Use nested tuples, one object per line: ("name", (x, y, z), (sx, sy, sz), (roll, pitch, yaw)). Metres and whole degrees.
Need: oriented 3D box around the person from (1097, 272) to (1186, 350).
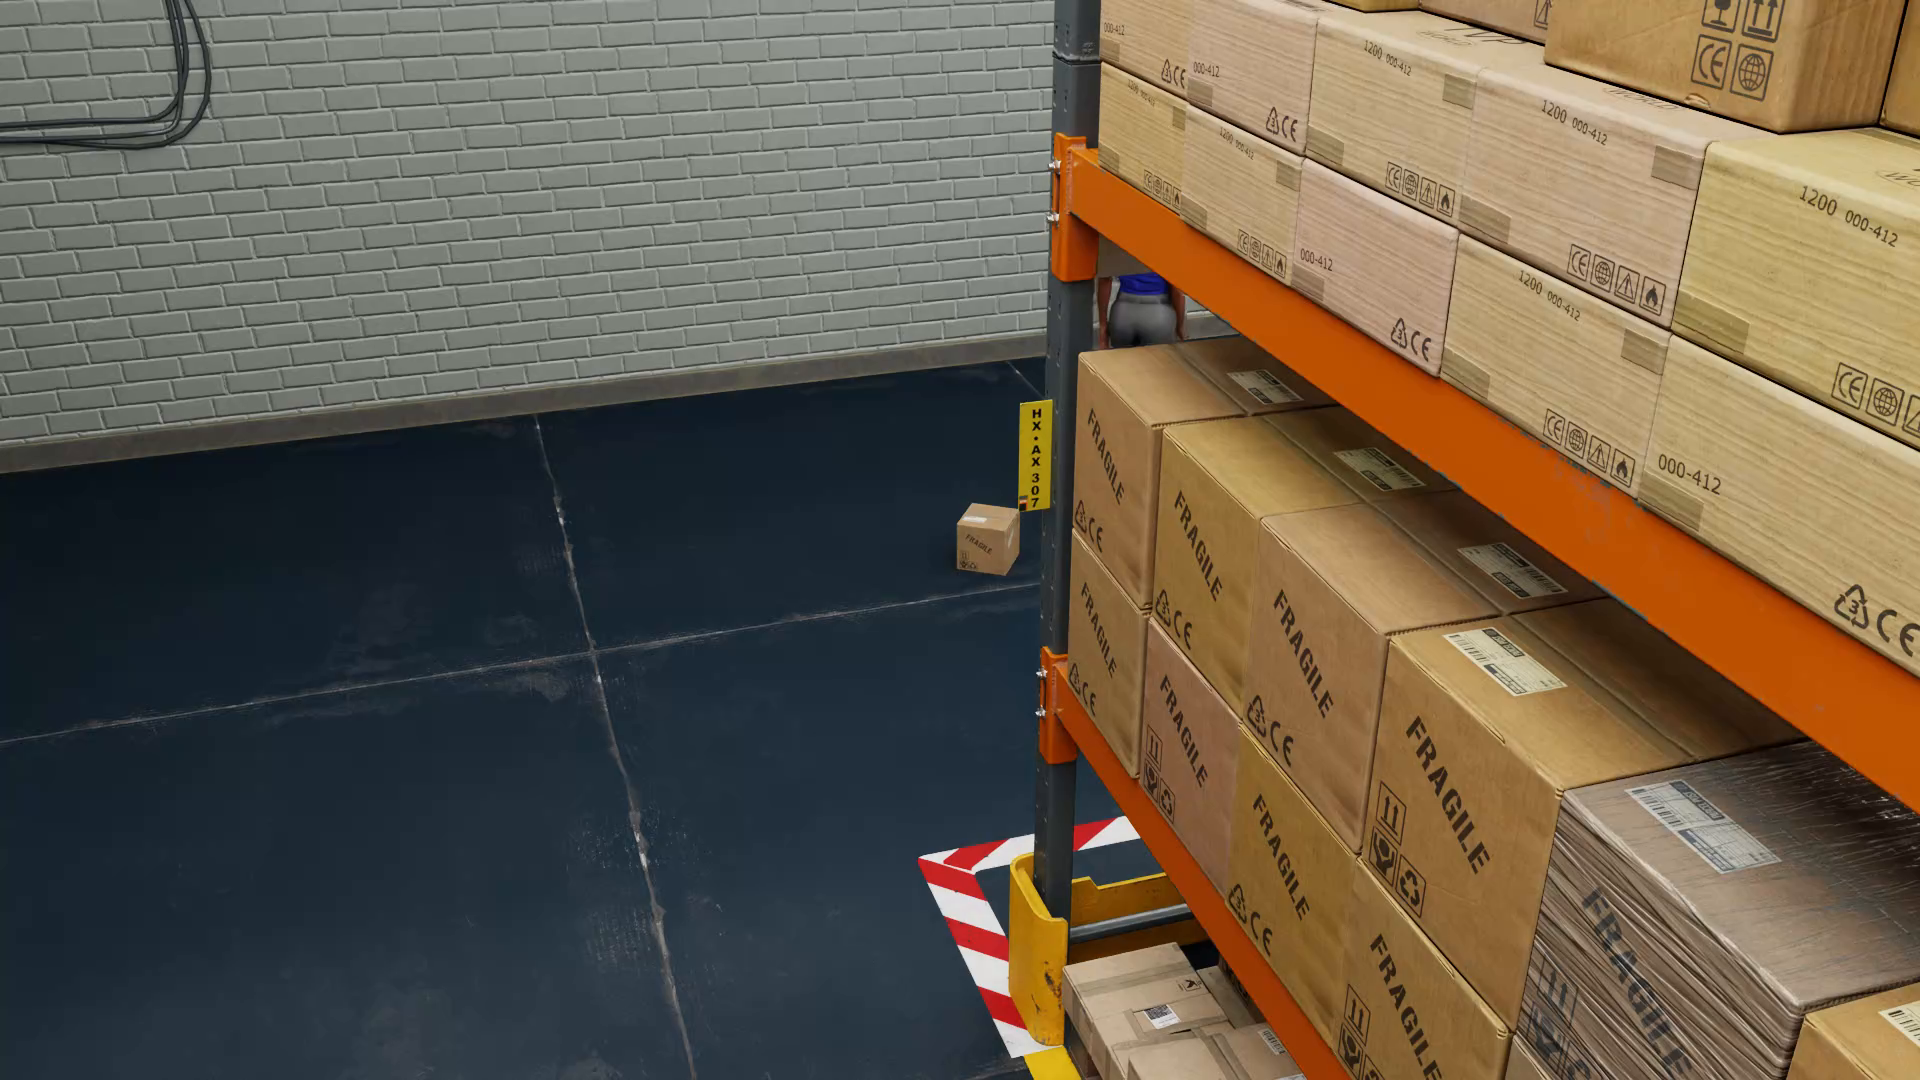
("person", (0.986, -1.165, 8.927), (0.452, 1.664, 0.430), (11, 29, 22))
